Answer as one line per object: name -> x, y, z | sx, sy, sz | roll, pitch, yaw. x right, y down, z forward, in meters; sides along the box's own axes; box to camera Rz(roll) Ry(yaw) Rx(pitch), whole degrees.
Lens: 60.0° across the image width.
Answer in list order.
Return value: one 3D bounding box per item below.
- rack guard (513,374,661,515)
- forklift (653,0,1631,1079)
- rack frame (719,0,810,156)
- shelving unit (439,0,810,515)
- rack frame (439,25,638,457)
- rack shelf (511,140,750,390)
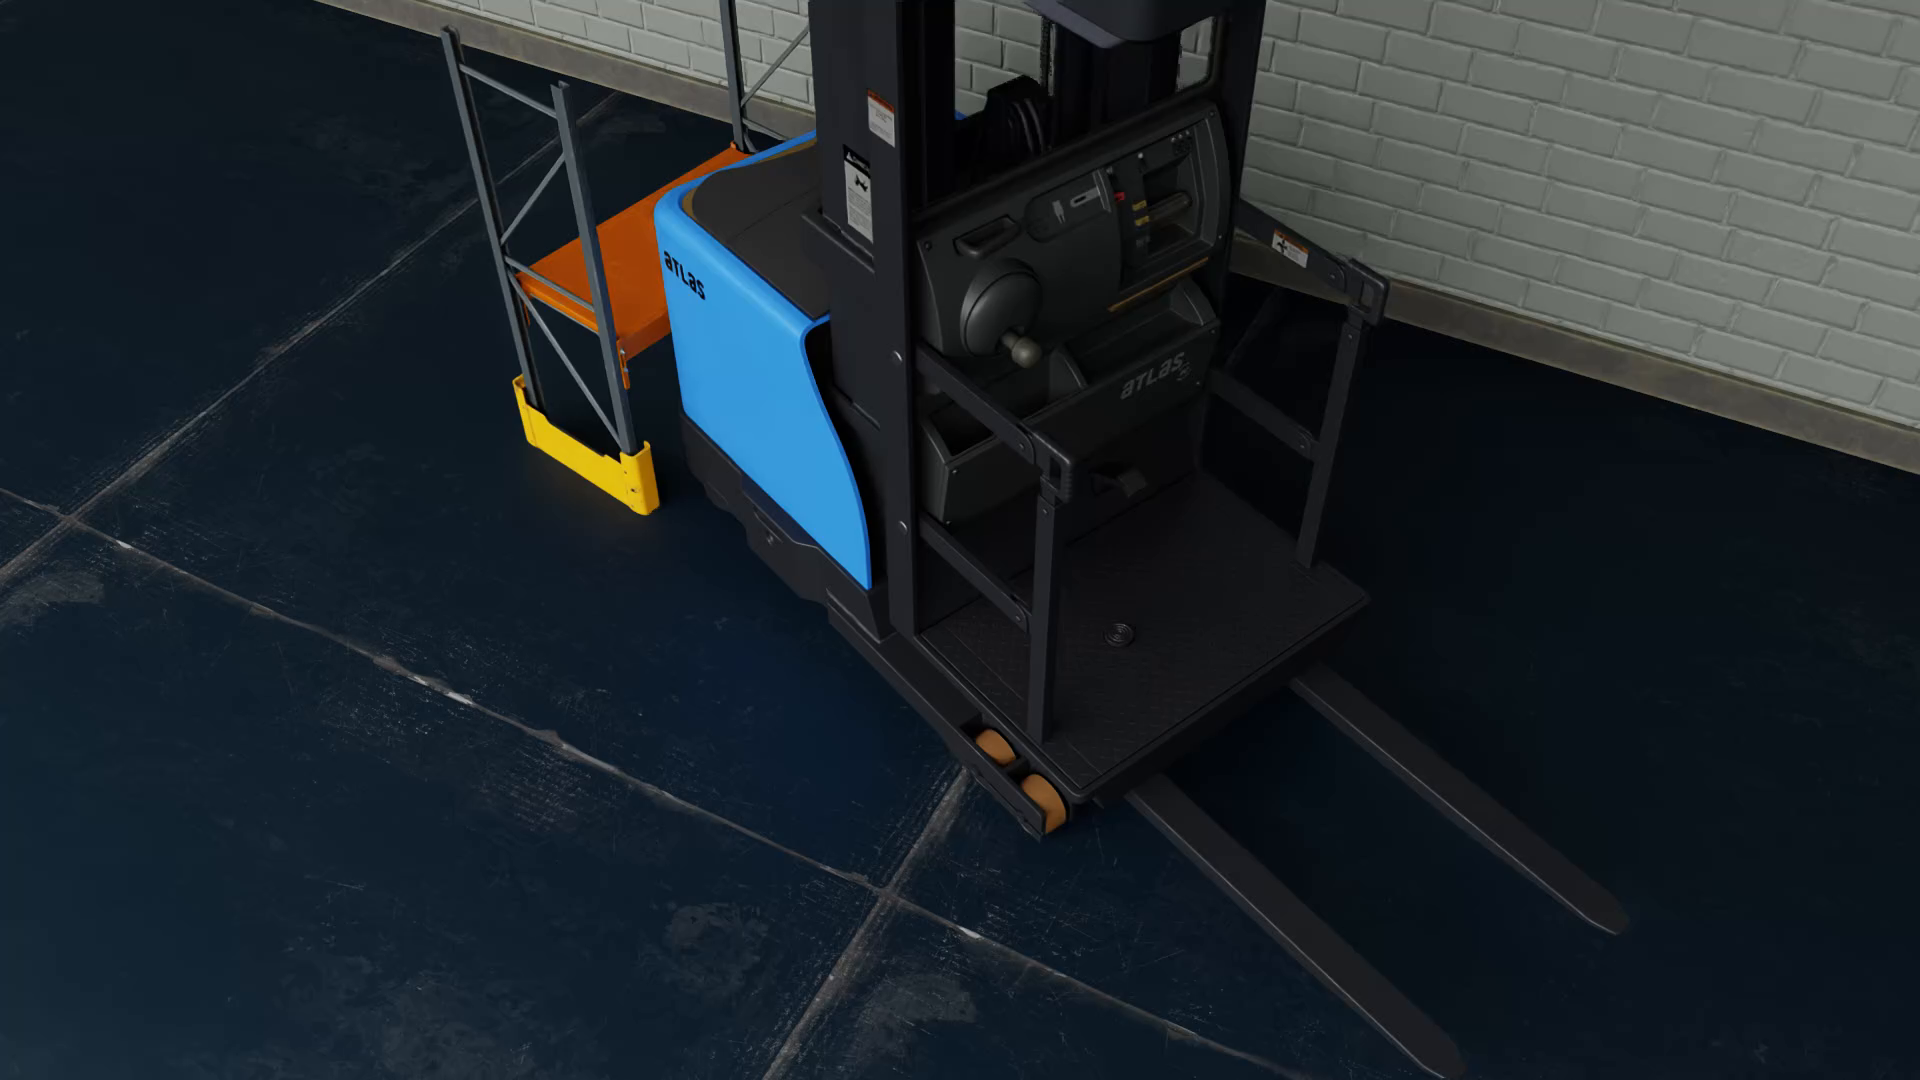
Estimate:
rack guard -> -1.211, -0.317, 5.387 | 0.587, 0.250, 0.087 | 30, 53, 27
forklift -> 0.422, -0.644, 3.825 | 1.130, 2.935, 3.031 | -30, 52, -26
rack frame -> -0.566, -1.314, 5.494 | 0.500, 1.500, 0.032 | 30, 53, 27
shelving unit -> -0.895, -1.030, 5.213 | 0.587, 1.500, 1.083 | 30, 53, 27
rack frame -> -1.212, -0.755, 4.942 | 0.500, 1.500, 0.032 | 30, 53, 27
rack shelf -> -0.889, -0.908, 5.346 | 0.538, 0.185, 1.000 | 30, 53, 27
